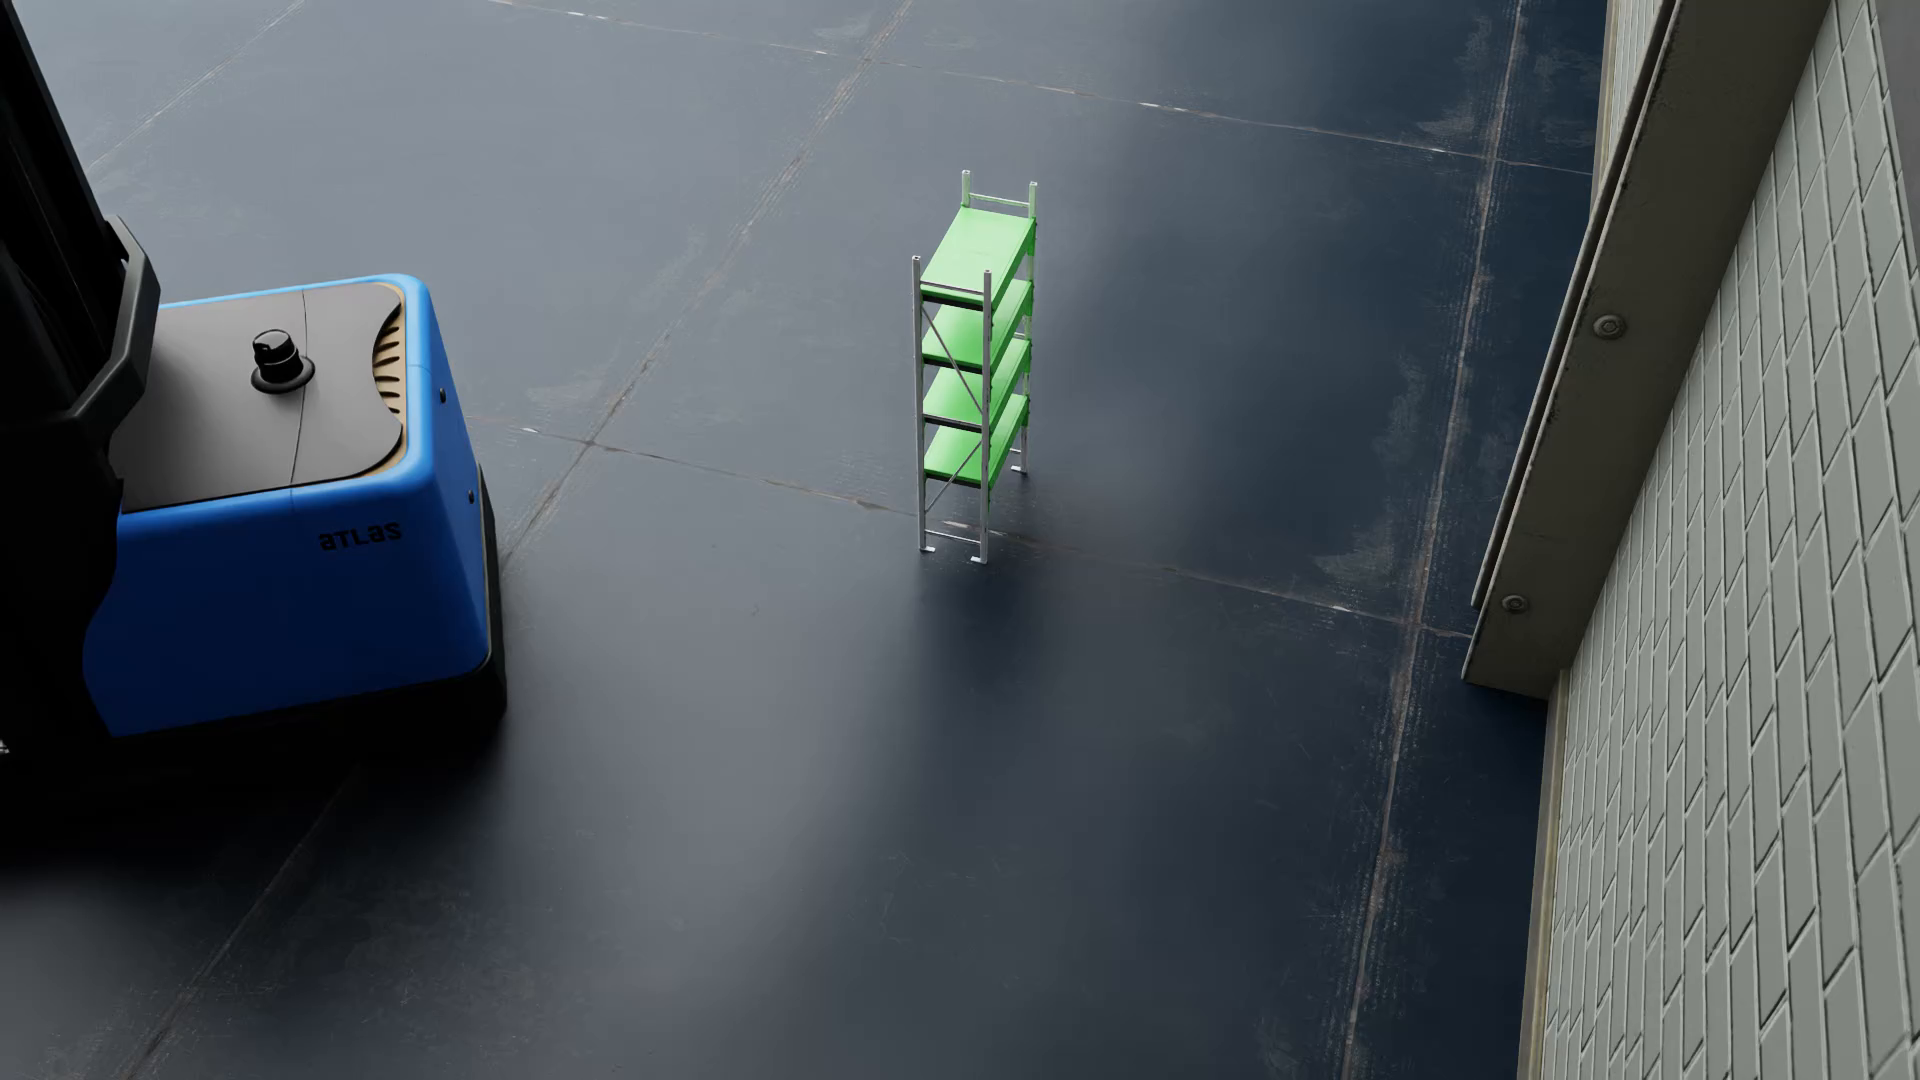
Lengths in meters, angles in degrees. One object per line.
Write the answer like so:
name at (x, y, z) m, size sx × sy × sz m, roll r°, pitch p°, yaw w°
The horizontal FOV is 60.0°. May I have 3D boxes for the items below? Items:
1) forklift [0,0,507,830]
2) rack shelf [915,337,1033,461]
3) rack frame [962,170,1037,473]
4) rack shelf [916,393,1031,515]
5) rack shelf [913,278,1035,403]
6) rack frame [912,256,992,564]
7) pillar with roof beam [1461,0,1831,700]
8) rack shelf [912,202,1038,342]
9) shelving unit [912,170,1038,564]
forklift at (-2.971, -0.531, 4.197) m, size 3.031 × 2.935 × 1.130 m, roll -10°, pitch 45°, yaw -10°
rack shelf at (0.050, -0.494, 5.488) m, size 0.258 × 0.148 × 0.480 m, roll 13°, pitch 46°, yaw 13°
rack frame at (0.124, -0.702, 5.609) m, size 0.240 × 1.200 × 0.015 m, roll 13°, pitch 46°, yaw 13°
rack shelf at (0.050, -0.322, 5.656) m, size 0.258 × 0.148 × 0.480 m, roll 13°, pitch 46°, yaw 13°
rack shelf at (0.050, -0.665, 5.320) m, size 0.258 × 0.148 × 0.480 m, roll 13°, pitch 46°, yaw 13°
rack frame at (-0.024, -0.377, 5.277) m, size 0.240 × 1.200 × 0.015 m, roll 13°, pitch 46°, yaw 13°
pillar with roof beam at (-2.300, -3.781, 3.180) m, size 9.100 × 9.000 × 0.400 m, roll 13°, pitch 46°, yaw 13°
rack shelf at (0.050, -0.837, 5.152) m, size 0.258 × 0.148 × 0.480 m, roll 13°, pitch 46°, yaw 13°
shelving unit at (0.050, -0.539, 5.443) m, size 0.258 × 1.200 × 0.503 m, roll 13°, pitch 46°, yaw 13°
